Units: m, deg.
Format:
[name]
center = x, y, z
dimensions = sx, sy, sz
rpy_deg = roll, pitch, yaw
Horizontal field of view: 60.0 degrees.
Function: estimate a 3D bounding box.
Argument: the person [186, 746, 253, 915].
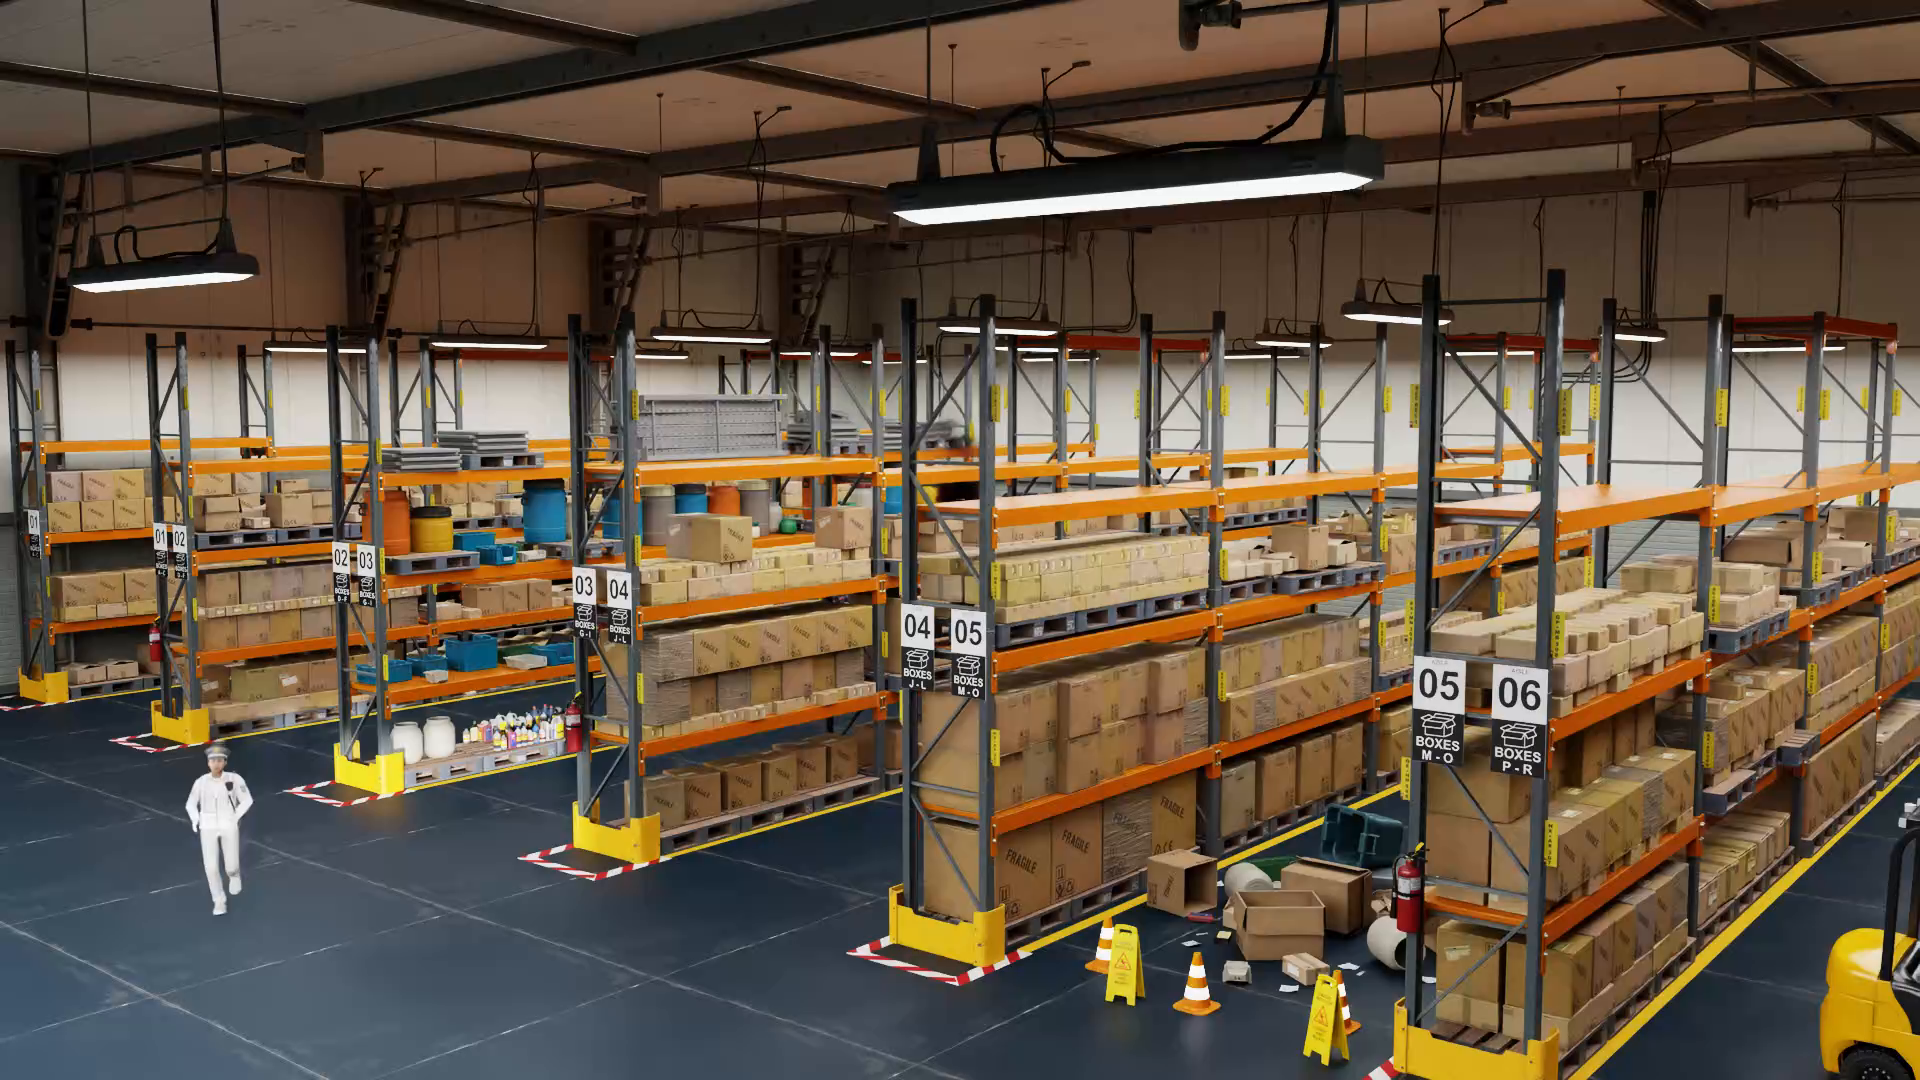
[person]
center = -7.371, 2.853, 16.554
dimensions = 0.615, 1.647, 0.589
rpy_deg = -2, 5, -17
